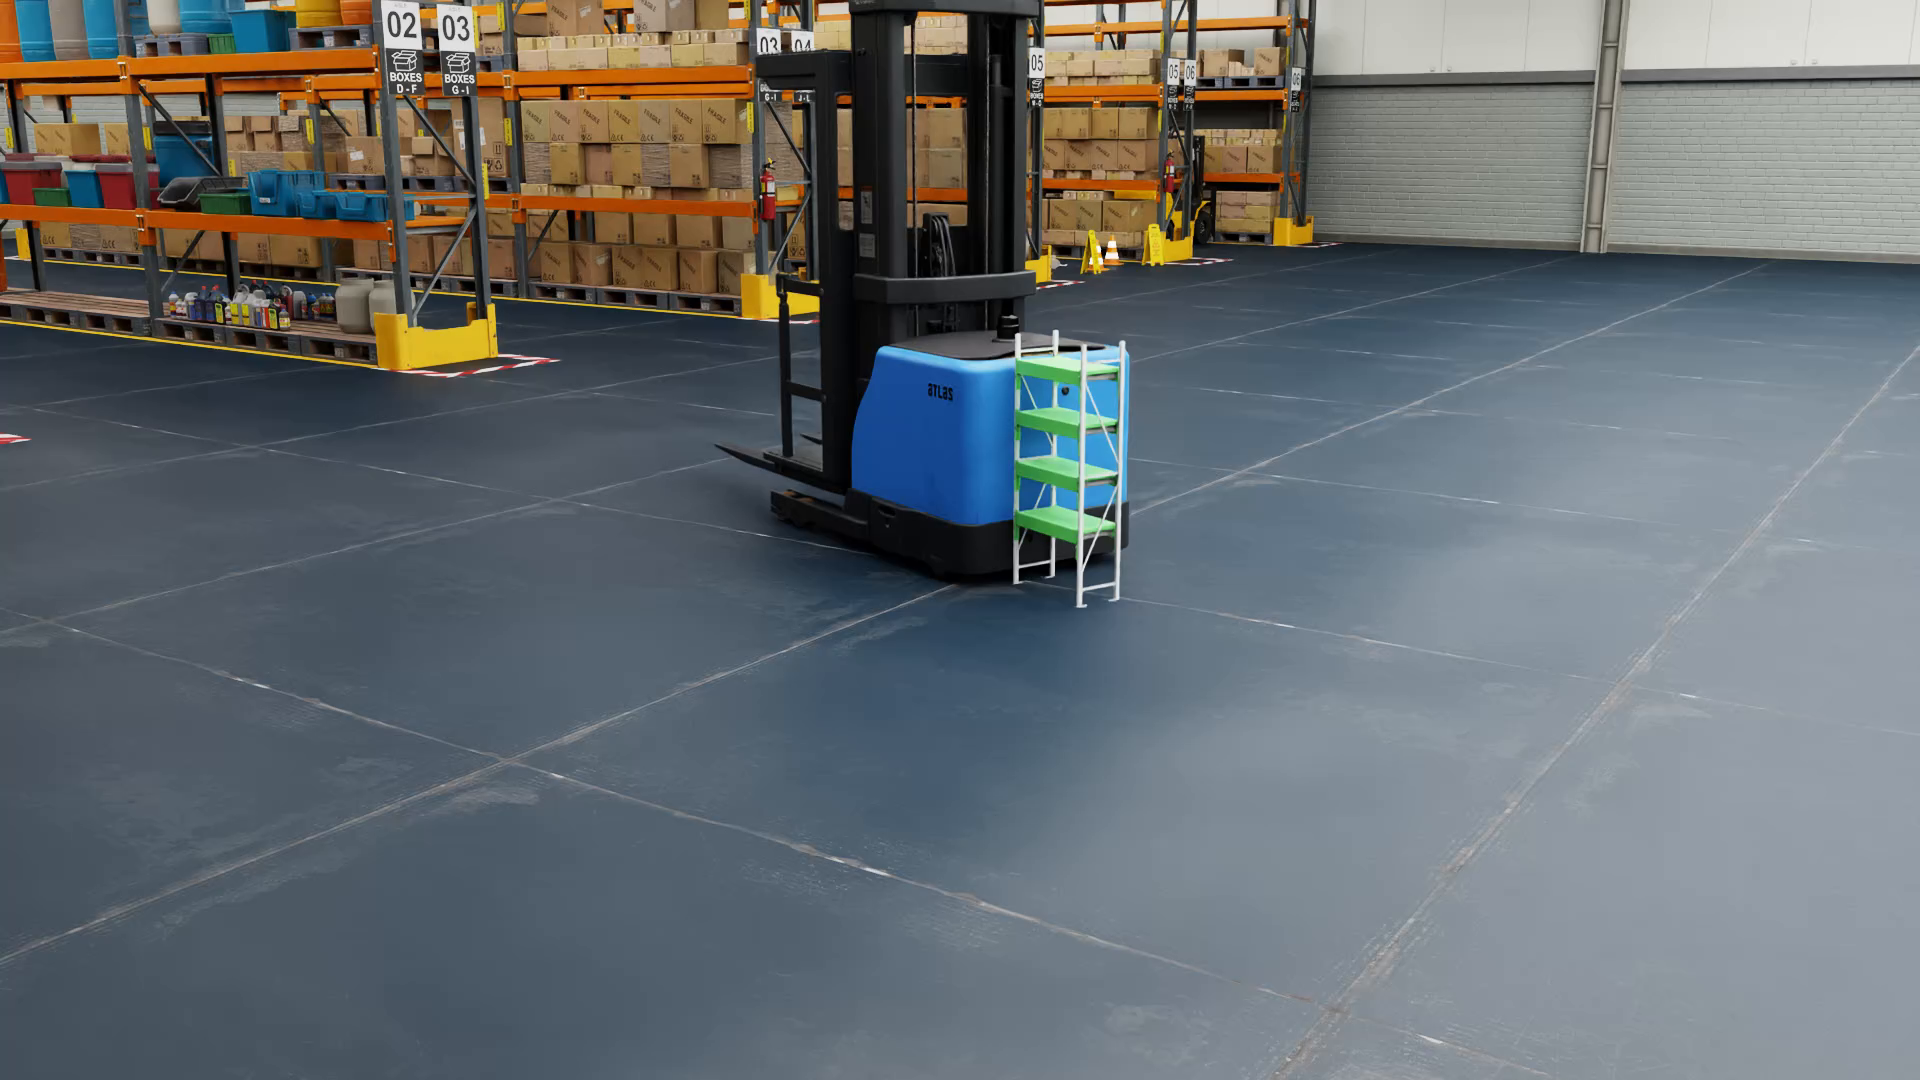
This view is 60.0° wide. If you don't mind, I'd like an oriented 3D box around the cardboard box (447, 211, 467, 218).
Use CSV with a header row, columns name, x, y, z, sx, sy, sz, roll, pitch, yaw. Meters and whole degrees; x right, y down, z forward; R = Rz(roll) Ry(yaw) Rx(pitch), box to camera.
name,x,y,z,sx,sy,sz,roll,pitch,yaw
cardboard box,-8.654,-5.532,29.255,0.500,0.500,0.500,10,17,35

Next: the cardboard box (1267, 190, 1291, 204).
name,x,y,z,sx,sy,sz,roll,pitch,yaw
cardboard box,5.991,-6.531,31.732,0.500,0.250,0.500,9,16,32

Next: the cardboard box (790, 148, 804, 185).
name,x,y,z,sx,sy,sz,roll,pitch,yaw
cardboard box,-2.168,-5.646,25.077,0.550,0.550,0.875,9,17,33

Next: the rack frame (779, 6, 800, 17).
name,x,y,z,sx,sy,sz,roll,pitch,yaw
rack frame,-3.121,-10.069,30.773,0.127,3.000,1.000,9,17,33

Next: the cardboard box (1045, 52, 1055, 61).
name,x,y,z,sx,sy,sz,roll,pitch,yaw
cardboard box,1.614,-8.043,27.691,0.250,0.149,0.380,10,17,34

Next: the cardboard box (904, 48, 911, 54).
name,x,y,z,sx,sy,sz,roll,pitch,yaw
cardboard box,-0.680,-6.818,23.321,0.250,0.149,0.380,9,17,33

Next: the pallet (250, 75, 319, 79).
name,x,y,z,sx,sy,sz,roll,pitch,yaw
pallet,-9.215,-6.621,23.480,1.003,0.211,1.213,10,17,35

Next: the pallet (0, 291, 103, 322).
name,x,y,z,sx,sy,sz,roll,pitch,yaw
pallet,-10.795,-2.729,19.406,1.213,0.211,1.003,9,17,33

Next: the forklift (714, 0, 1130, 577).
name,x,y,z,sx,sy,sz,roll,pitch,yaw
forklift,-0.394,-1.549,8.980,1.130,2.935,3.031,-9,17,-33

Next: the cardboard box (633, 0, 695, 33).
name,x,y,z,sx,sy,sz,roll,pitch,yaw
cardboard box,-3.441,-6.158,19.345,0.500,0.500,0.500,9,17,33

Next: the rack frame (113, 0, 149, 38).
name,x,y,z,sx,sy,sz,roll,pitch,yaw
rack frame,-8.097,-6.569,16.634,0.127,3.000,1.000,9,17,33

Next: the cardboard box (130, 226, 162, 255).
name,x,y,z,sx,sy,sz,roll,pitch,yaw
cardboard box,-12.474,-4.995,26.305,0.875,0.875,0.875,9,17,33

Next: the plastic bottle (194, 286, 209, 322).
name,x,y,z,sx,sy,sz,roll,pitch,yaw
plastic bottle,-7.659,-2.394,16.849,0.185,0.351,0.144,10,17,34

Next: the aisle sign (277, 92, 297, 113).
name,x,y,z,sx,sy,sz,roll,pitch,yaw
aisle sign,-12.666,-8.441,31.271,0.004,0.787,0.394,9,17,33

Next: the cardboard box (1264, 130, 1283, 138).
name,x,y,z,sx,sy,sz,roll,pitch,yaw
cardboard box,5.870,-7.588,31.058,0.250,0.149,0.380,9,17,33

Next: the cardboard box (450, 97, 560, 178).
name,x,y,z,sx,sy,sz,roll,pitch,yaw
cardboard box,-5.914,-5.274,21.765,1.000,1.000,1.000,9,17,33

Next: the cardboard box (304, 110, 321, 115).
name,x,y,z,sx,sy,sz,roll,pitch,yaw
cardboard box,-11.791,-7.728,30.893,0.500,0.500,0.500,10,17,34

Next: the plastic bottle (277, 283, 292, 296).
name,x,y,z,sx,sy,sz,roll,pitch,yaw
plastic bottle,-6.974,-2.487,17.225,0.185,0.351,0.144,9,17,32

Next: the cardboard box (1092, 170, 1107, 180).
name,x,y,z,sx,sy,sz,roll,pitch,yaw
cardboard box,2.384,-6.049,27.539,0.250,0.149,0.380,10,17,34

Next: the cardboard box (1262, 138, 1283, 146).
name,x,y,z,sx,sy,sz,roll,pitch,yaw
cardboard box,5.840,-7.429,31.032,0.250,0.149,0.380,9,17,34

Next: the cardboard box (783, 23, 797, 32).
name,x,y,z,sx,sy,sz,roll,pitch,yaw
cardboard box,-2.368,-7.477,24.325,0.250,0.149,0.380,9,17,33

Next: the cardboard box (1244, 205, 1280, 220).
name,x,y,z,sx,sy,sz,roll,pitch,yaw
cardboard box,5.706,-6.189,31.391,0.500,0.250,0.500,9,16,32

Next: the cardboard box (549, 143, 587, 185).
name,x,y,z,sx,sy,sz,roll,pitch,yaw
cardboard box,-4.598,-4.691,20.704,0.500,0.500,0.875,9,17,33

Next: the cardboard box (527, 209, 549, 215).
name,x,y,z,sx,sy,sz,roll,pitch,yaw
cardboard box,-6.938,-5.616,28.036,0.500,0.250,0.500,9,17,34

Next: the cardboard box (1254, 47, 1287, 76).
name,x,y,z,sx,sy,sz,roll,pitch,yaw
cardboard box,5.781,-8.842,30.768,0.500,0.500,0.500,10,17,35

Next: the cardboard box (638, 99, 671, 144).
name,x,y,z,sx,sy,sz,roll,pitch,yaw
cardboard box,-3.439,-4.945,19.648,0.500,0.500,0.500,9,17,33

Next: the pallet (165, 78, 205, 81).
name,x,y,z,sx,sy,sz,roll,pitch,yaw
pallet,-11.182,-6.968,24.884,1.217,0.209,0.805,8,16,31

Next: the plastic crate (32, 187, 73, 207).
name,x,y,z,sx,sy,sz,roll,pitch,yaw
plastic crate,-9.699,-3.732,18.097,0.662,0.188,0.450,9,17,33

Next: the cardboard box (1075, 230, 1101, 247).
name,x,y,z,sx,sy,sz,roll,pitch,yaw
cardboard box,2.271,-5.079,27.948,0.500,0.250,0.500,9,17,33

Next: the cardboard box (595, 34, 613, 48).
name,x,y,z,sx,sy,sz,roll,pitch,yaw
cardboard box,-4.132,-5.949,19.854,0.250,0.149,0.380,9,16,32

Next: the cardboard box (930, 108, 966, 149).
name,x,y,z,sx,sy,sz,roll,pitch,yaw
cardboard box,0.044,-5.794,23.426,0.550,0.550,0.875,9,17,33

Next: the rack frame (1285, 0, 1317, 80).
name,x,y,z,sx,sy,sz,roll,pitch,yaw
rack frame,6.285,-9.987,30.439,0.127,3.000,1.000,9,17,33

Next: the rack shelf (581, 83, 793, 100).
name,x,y,z,sx,sy,sz,roll,pitch,yaw
rack shelf,-4.140,-6.995,26.094,4.000,0.370,1.077,9,17,33

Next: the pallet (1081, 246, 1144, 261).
name,x,y,z,sx,sy,sz,roll,pitch,yaw
pallet,2.800,-4.857,28.004,1.213,0.211,1.003,9,17,33

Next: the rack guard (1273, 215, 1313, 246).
name,x,y,z,sx,sy,sz,roll,pitch,yaw
rack guard,6.304,-5.858,31.447,0.348,0.500,1.175,9,17,33

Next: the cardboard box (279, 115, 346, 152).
name,x,y,z,sx,sy,sz,roll,pitch,yaw
cardboard box,-9.249,-5.818,23.788,0.637,0.503,0.797,10,17,35

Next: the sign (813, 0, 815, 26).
name,x,y,z,sx,sy,sz,roll,pitch,yaw
sign,-1.711,-6.097,19.149,0.005,0.325,0.100,9,17,33

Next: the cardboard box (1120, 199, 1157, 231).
name,x,y,z,sx,sy,sz,roll,pitch,yaw
cardboard box,2.982,-5.484,28.022,0.500,0.500,0.500,9,16,31

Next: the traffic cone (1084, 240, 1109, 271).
name,x,y,z,sx,sy,sz,roll,pitch,yaw
traffic cone,2.103,-4.386,25.580,0.334,0.463,0.336,9,17,33

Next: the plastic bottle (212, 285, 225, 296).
name,x,y,z,sx,sy,sz,roll,pitch,yaw
plastic bottle,-7.578,-2.423,16.965,0.185,0.351,0.144,9,17,33

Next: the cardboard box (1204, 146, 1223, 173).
name,x,y,z,sx,sy,sz,roll,pitch,yaw
cardboard box,4.879,-7.277,31.769,0.500,0.500,0.500,9,16,32

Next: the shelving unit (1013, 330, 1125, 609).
name,x,y,z,sx,sy,sz,roll,pitch,yaw
shelving unit,0.495,-0.336,7.685,0.258,1.200,0.503,-9,17,-33

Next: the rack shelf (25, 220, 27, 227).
name,x,y,z,sx,sy,sz,roll,pitch,yaw
rack shelf,-13.075,-4.113,20.692,4.000,0.370,1.077,9,17,33

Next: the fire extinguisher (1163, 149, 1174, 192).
name,x,y,z,sx,sy,sz,roll,pitch,yaw
fire extinguisher,3.355,-5.940,26.736,0.183,0.674,0.296,9,17,33

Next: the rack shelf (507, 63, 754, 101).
name,x,y,z,sx,sy,sz,roll,pitch,yaw
rack shelf,-3.673,-5.484,19.987,4.000,0.370,1.077,9,17,33

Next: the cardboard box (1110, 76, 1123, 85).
name,x,y,z,sx,sy,sz,roll,pitch,yaw
cardboard box,2.639,-7.480,27.077,0.250,0.149,0.380,10,17,34

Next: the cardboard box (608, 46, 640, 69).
name,x,y,z,sx,sy,sz,roll,pitch,yaw
cardboard box,-3.812,-5.709,19.713,0.500,0.250,0.500,9,16,32

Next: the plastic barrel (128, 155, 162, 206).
name,x,y,z,sx,sy,sz,roll,pitch,yaw
plastic barrel,-8.768,-3.895,18.034,0.433,0.535,0.433,0,14,0

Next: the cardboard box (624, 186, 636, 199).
name,x,y,z,sx,sy,sz,roll,pitch,yaw
cardboard box,-3.837,-4.211,20.115,0.250,0.149,0.380,9,17,33

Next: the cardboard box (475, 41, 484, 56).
name,x,y,z,sx,sy,sz,roll,pitch,yaw
cardboard box,-6.168,-6.346,21.378,0.258,0.266,0.396,10,17,35

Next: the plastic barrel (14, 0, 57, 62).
name,x,y,z,sx,sy,sz,roll,pitch,yaw
plastic barrel,-9.725,-5.557,17.744,0.708,0.901,0.600,9,17,33

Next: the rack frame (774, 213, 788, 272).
name,x,y,z,sx,sy,sz,roll,pitch,yaw
rack frame,-2.480,-5.620,25.285,0.127,3.000,1.000,9,17,33

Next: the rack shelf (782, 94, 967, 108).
name,x,y,z,sx,sy,sz,roll,pitch,yaw
rack shelf,-1.461,-7.996,30.136,4.000,0.370,1.077,9,17,33
